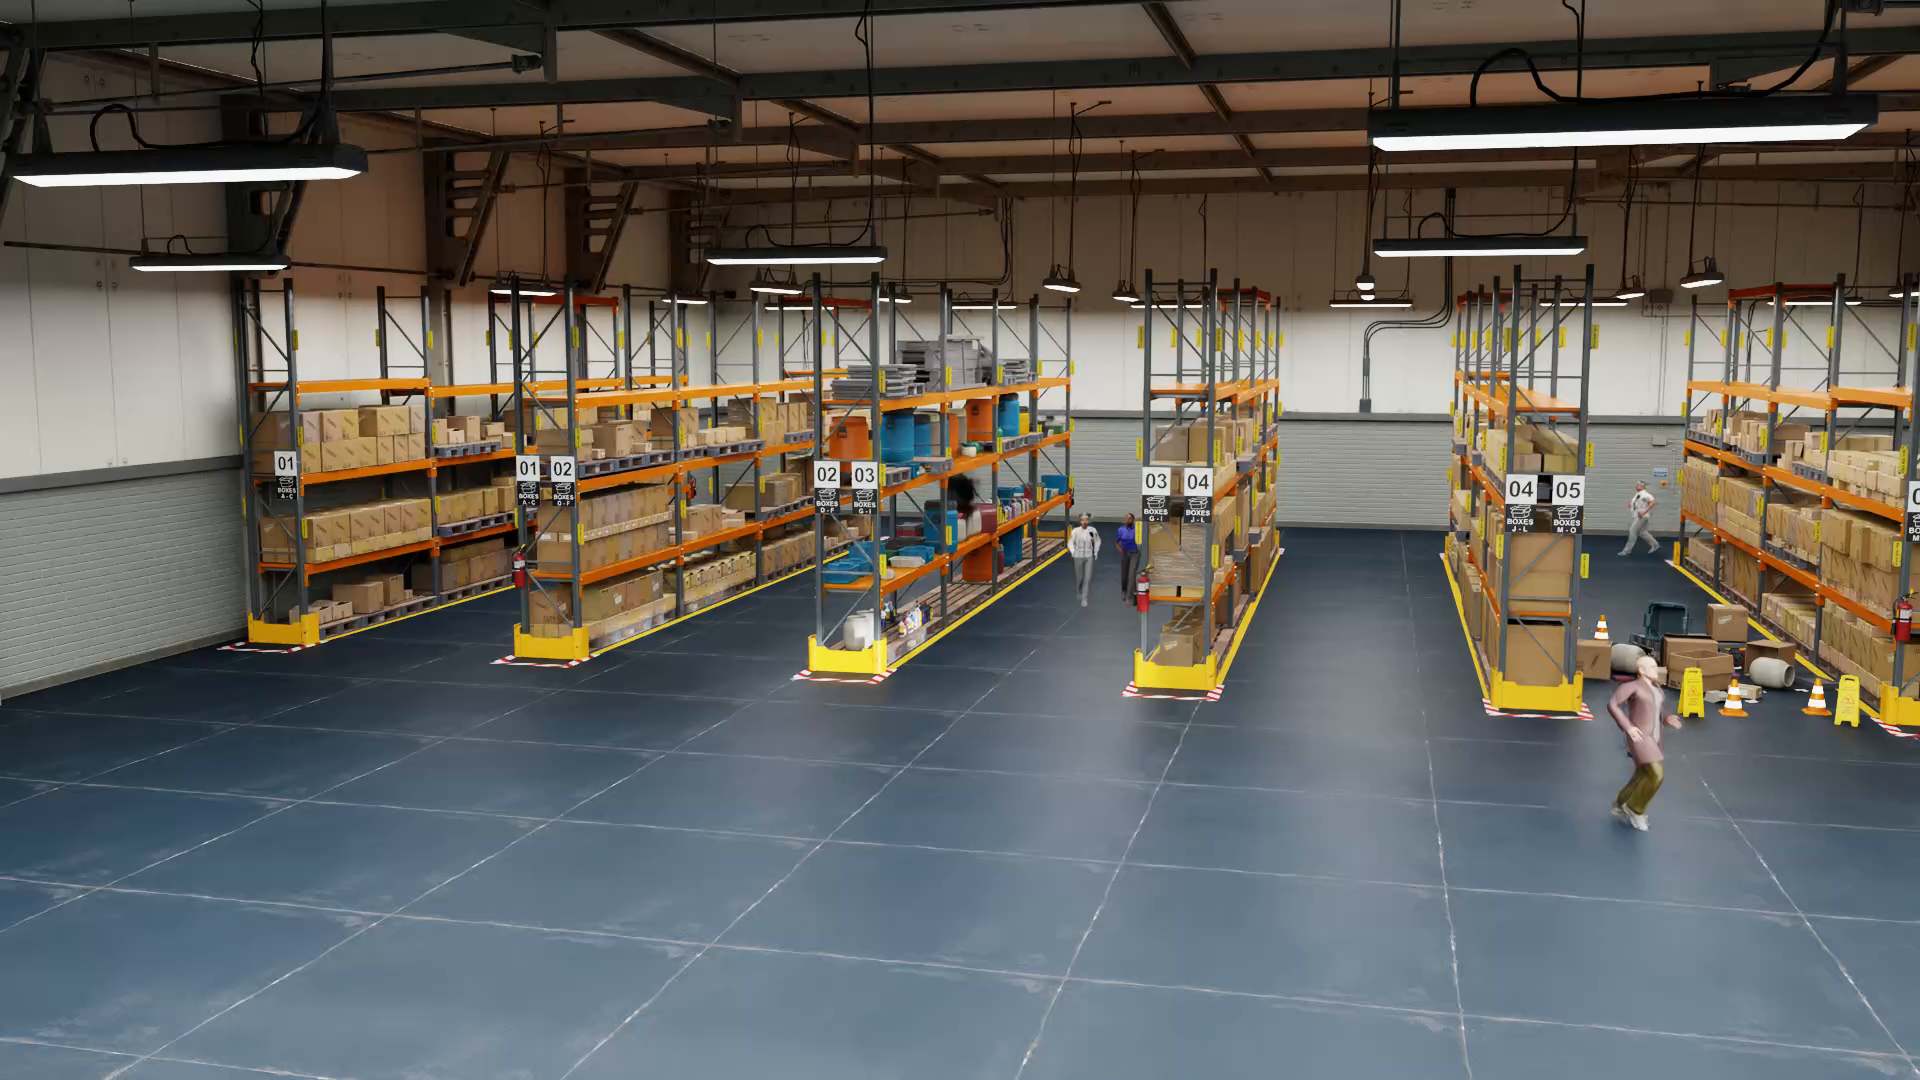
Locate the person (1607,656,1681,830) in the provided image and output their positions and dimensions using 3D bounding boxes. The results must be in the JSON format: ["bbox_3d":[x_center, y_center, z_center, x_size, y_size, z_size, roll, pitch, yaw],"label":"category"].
[{"bbox_3d":[7.050,2.104,17.118,0.687,1.827,0.687,-6,9,-39],"label":"person"}]

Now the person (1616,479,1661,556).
[{"bbox_3d":[15.788,-0.522,38.594,0.976,1.794,0.673,2,7,14],"label":"person"}]

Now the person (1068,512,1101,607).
[{"bbox_3d":[2.233,0.322,29.818,0.607,1.681,0.688,0,7,1],"label":"person"}]

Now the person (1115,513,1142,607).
[{"bbox_3d":[3.065,0.334,29.882,0.586,1.660,0.708,1,7,11],"label":"person"}]
